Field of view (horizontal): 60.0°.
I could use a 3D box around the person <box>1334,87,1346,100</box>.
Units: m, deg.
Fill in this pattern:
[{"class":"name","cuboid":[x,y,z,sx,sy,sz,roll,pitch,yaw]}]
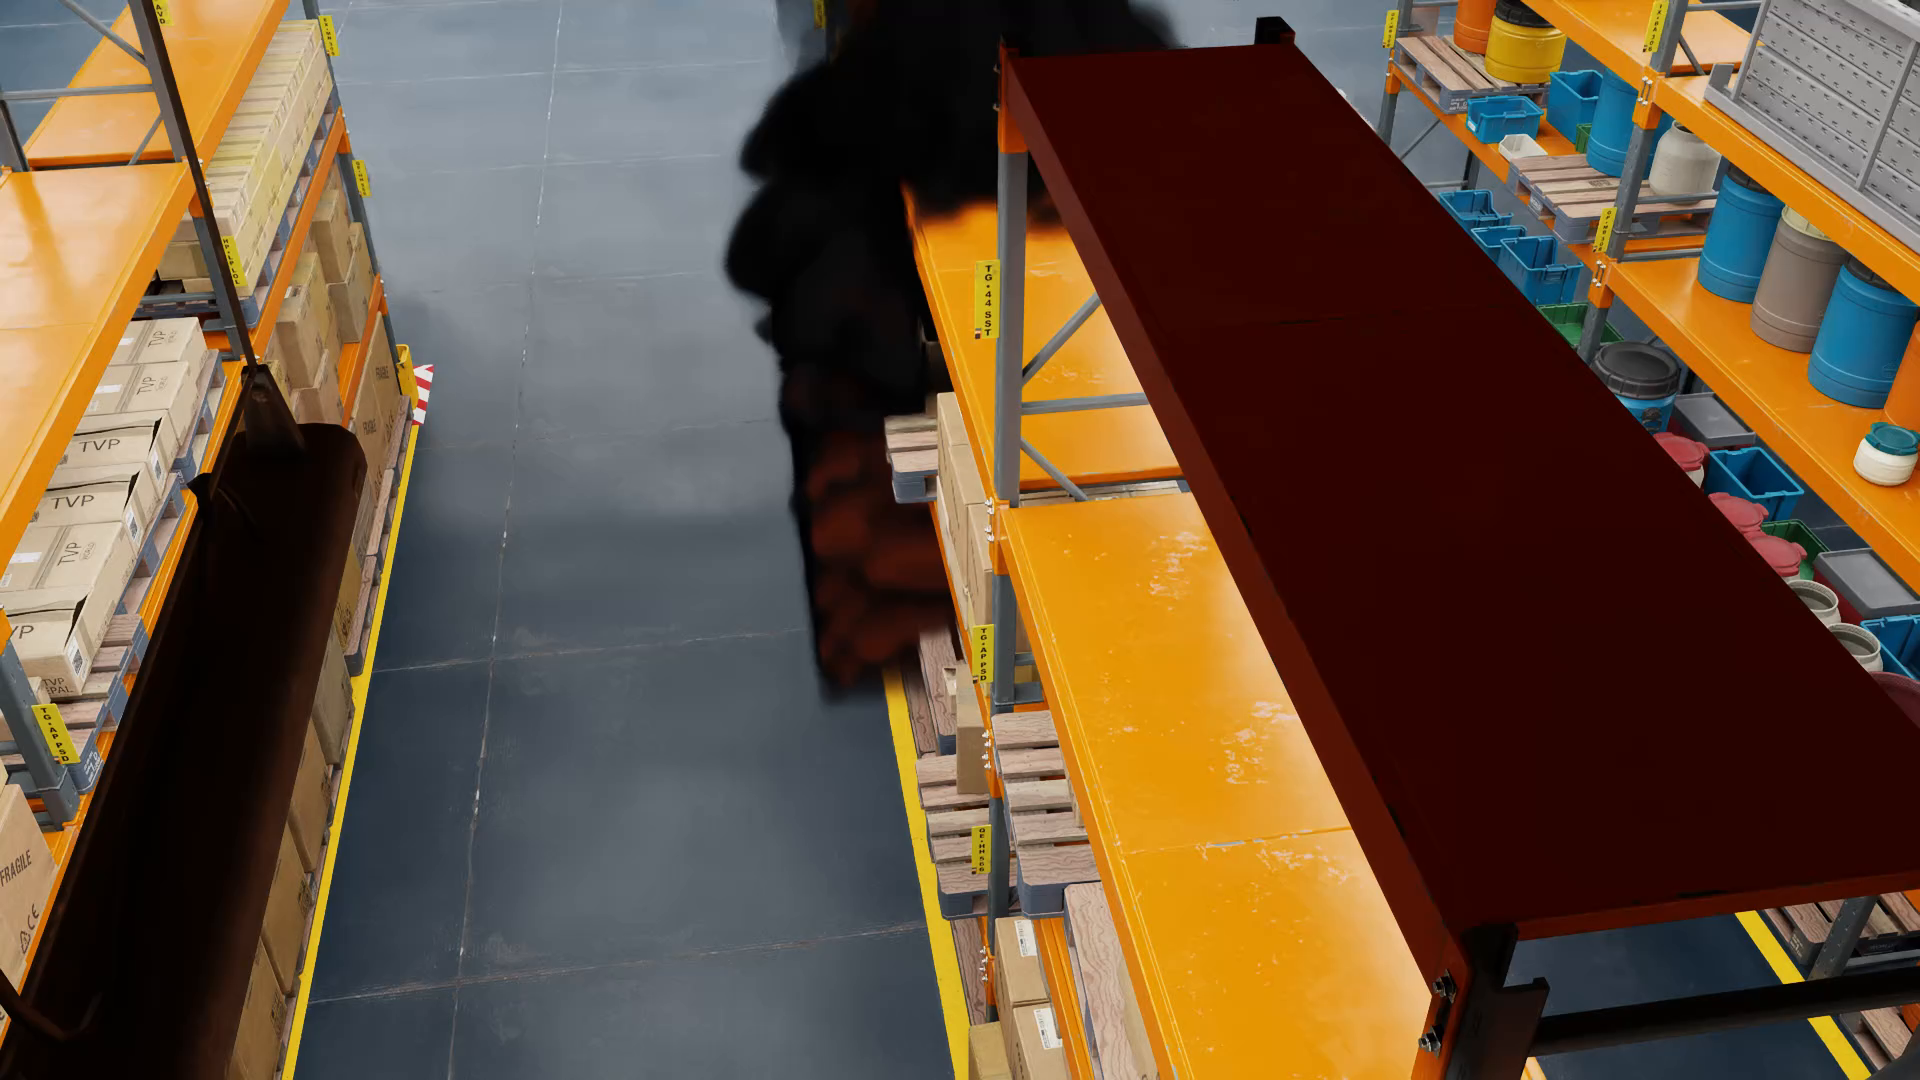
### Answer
[{"class":"person","cuboid":[3.778,-3.789,17.156,0.644,1.825,0.731,18,40,23]}]
